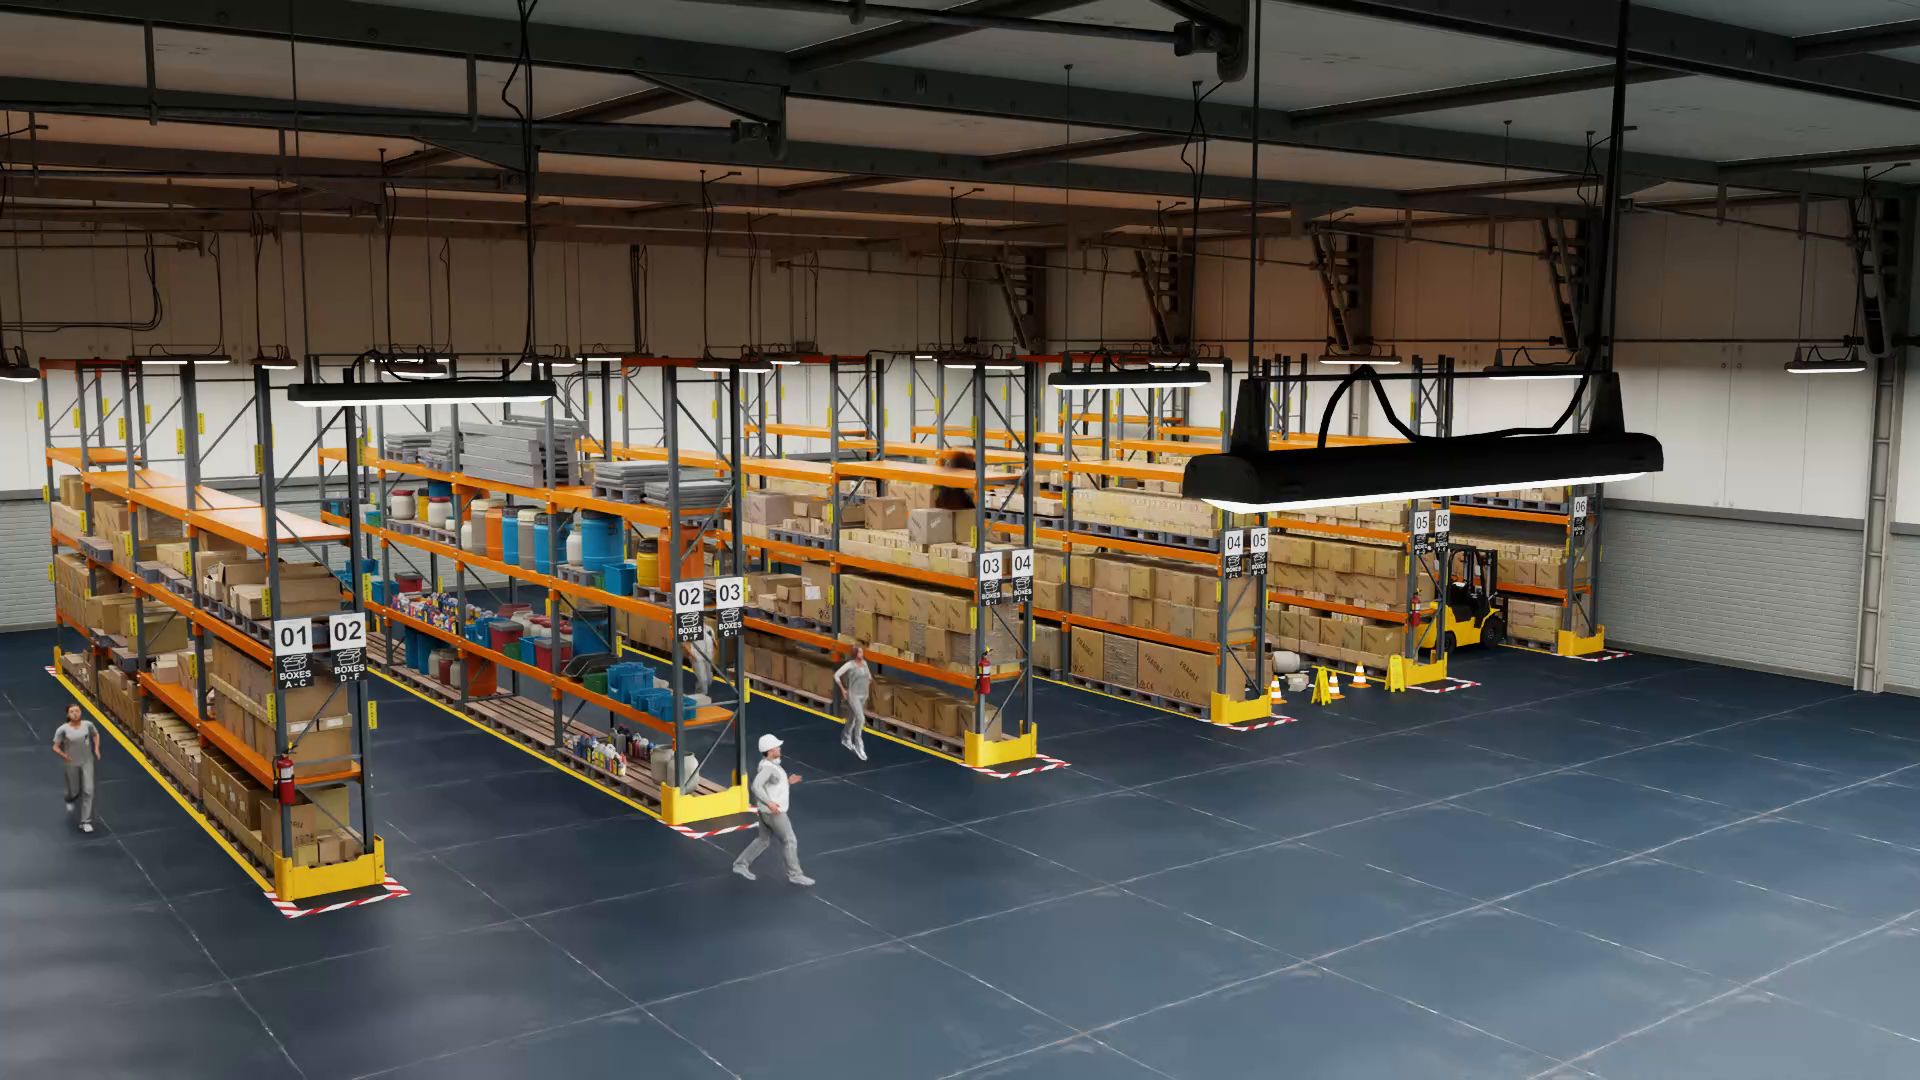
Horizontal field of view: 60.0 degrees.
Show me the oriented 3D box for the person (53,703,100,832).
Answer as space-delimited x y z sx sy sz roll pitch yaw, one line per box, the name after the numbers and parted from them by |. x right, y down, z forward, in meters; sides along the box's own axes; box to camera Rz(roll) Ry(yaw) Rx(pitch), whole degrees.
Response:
-11.492 2.927 21.697 0.582 1.640 0.875 -6 9 -39 | person

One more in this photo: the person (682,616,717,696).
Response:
-4.501 2.066 28.856 0.618 1.648 0.742 -5 8 -34 | person

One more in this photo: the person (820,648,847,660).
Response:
-2.388 1.660 32.170 0.600 1.676 0.812 -6 9 -42 | person

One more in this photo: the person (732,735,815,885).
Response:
-2.166 3.124 19.230 0.940 1.779 0.650 -2 7 -15 | person

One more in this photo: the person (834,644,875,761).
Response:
-1.511 2.419 24.446 0.699 1.586 0.505 5 8 35 | person
